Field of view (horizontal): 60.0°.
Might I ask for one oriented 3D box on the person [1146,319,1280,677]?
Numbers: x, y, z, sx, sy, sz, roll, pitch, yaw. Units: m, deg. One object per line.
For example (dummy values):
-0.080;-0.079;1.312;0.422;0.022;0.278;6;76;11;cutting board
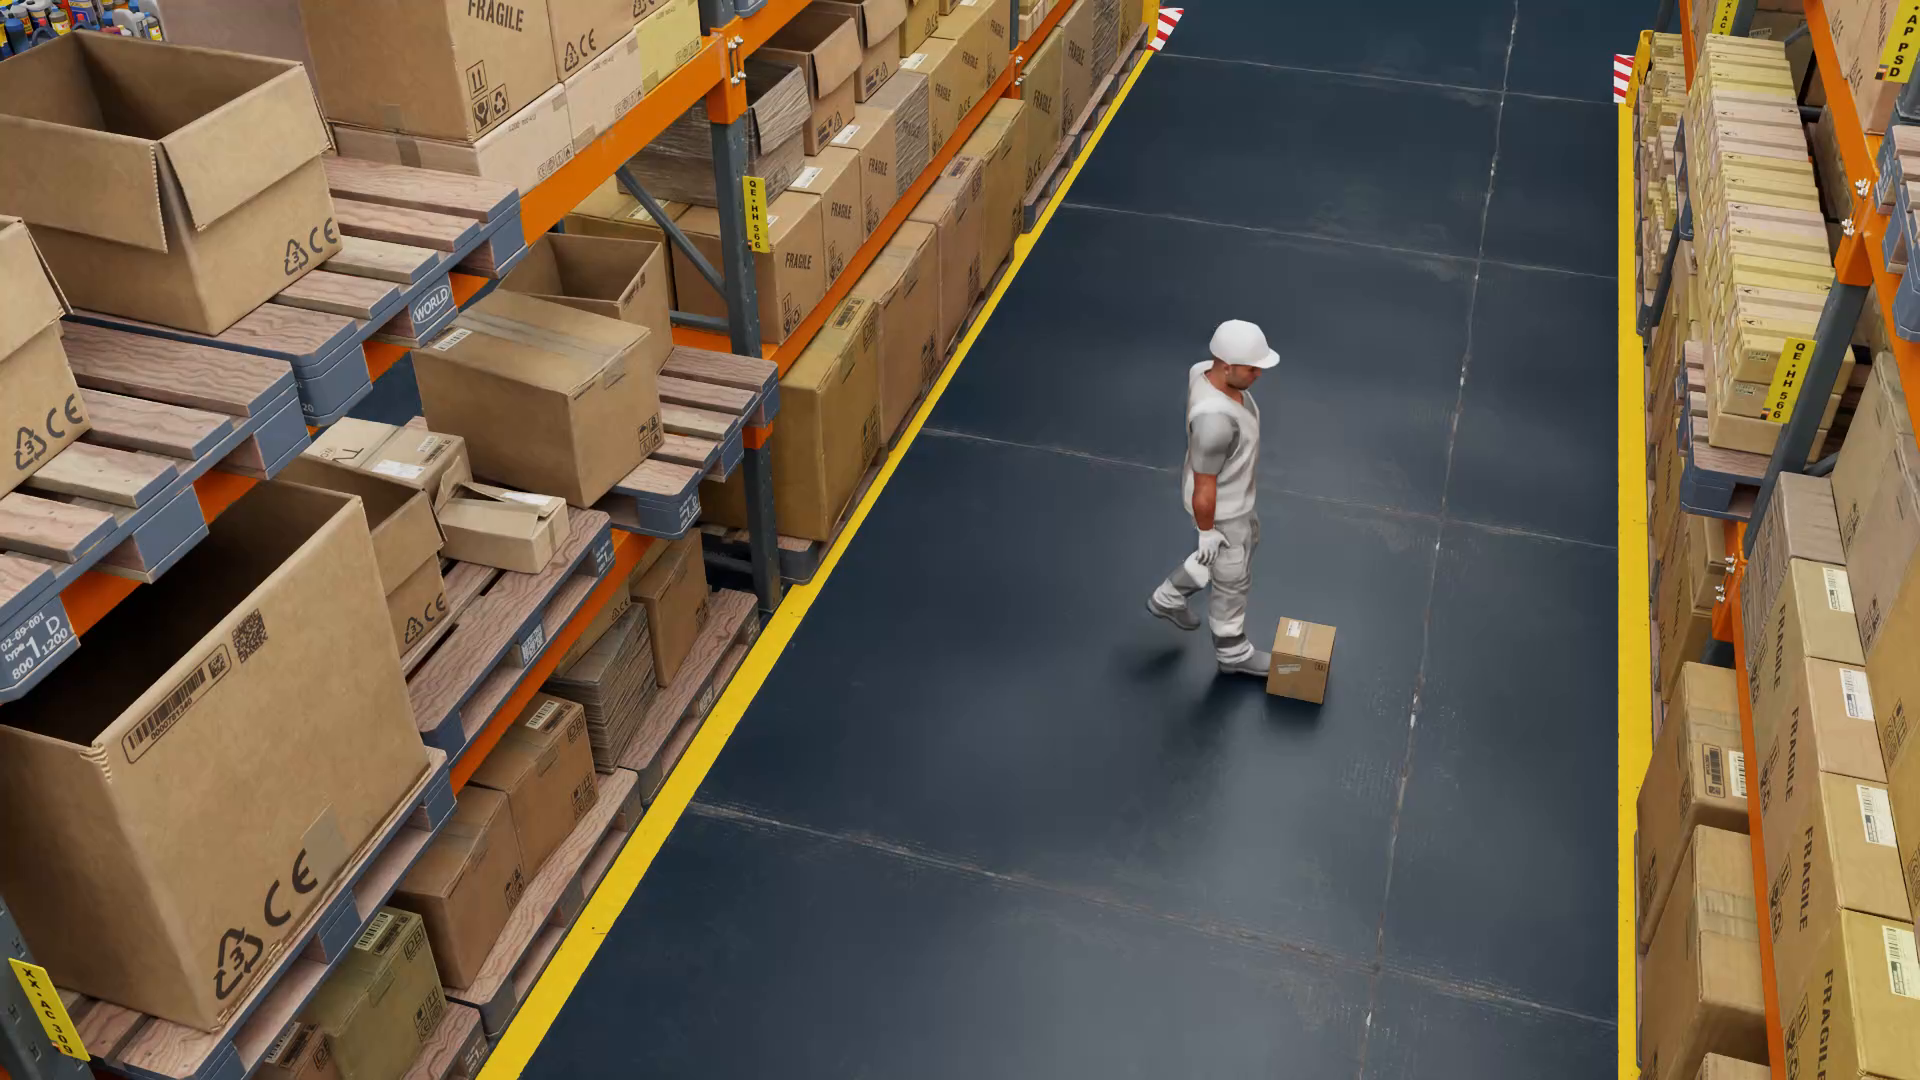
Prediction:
1.155;-0.164;7.068;0.646;1.782;0.584;4;37;6;person
